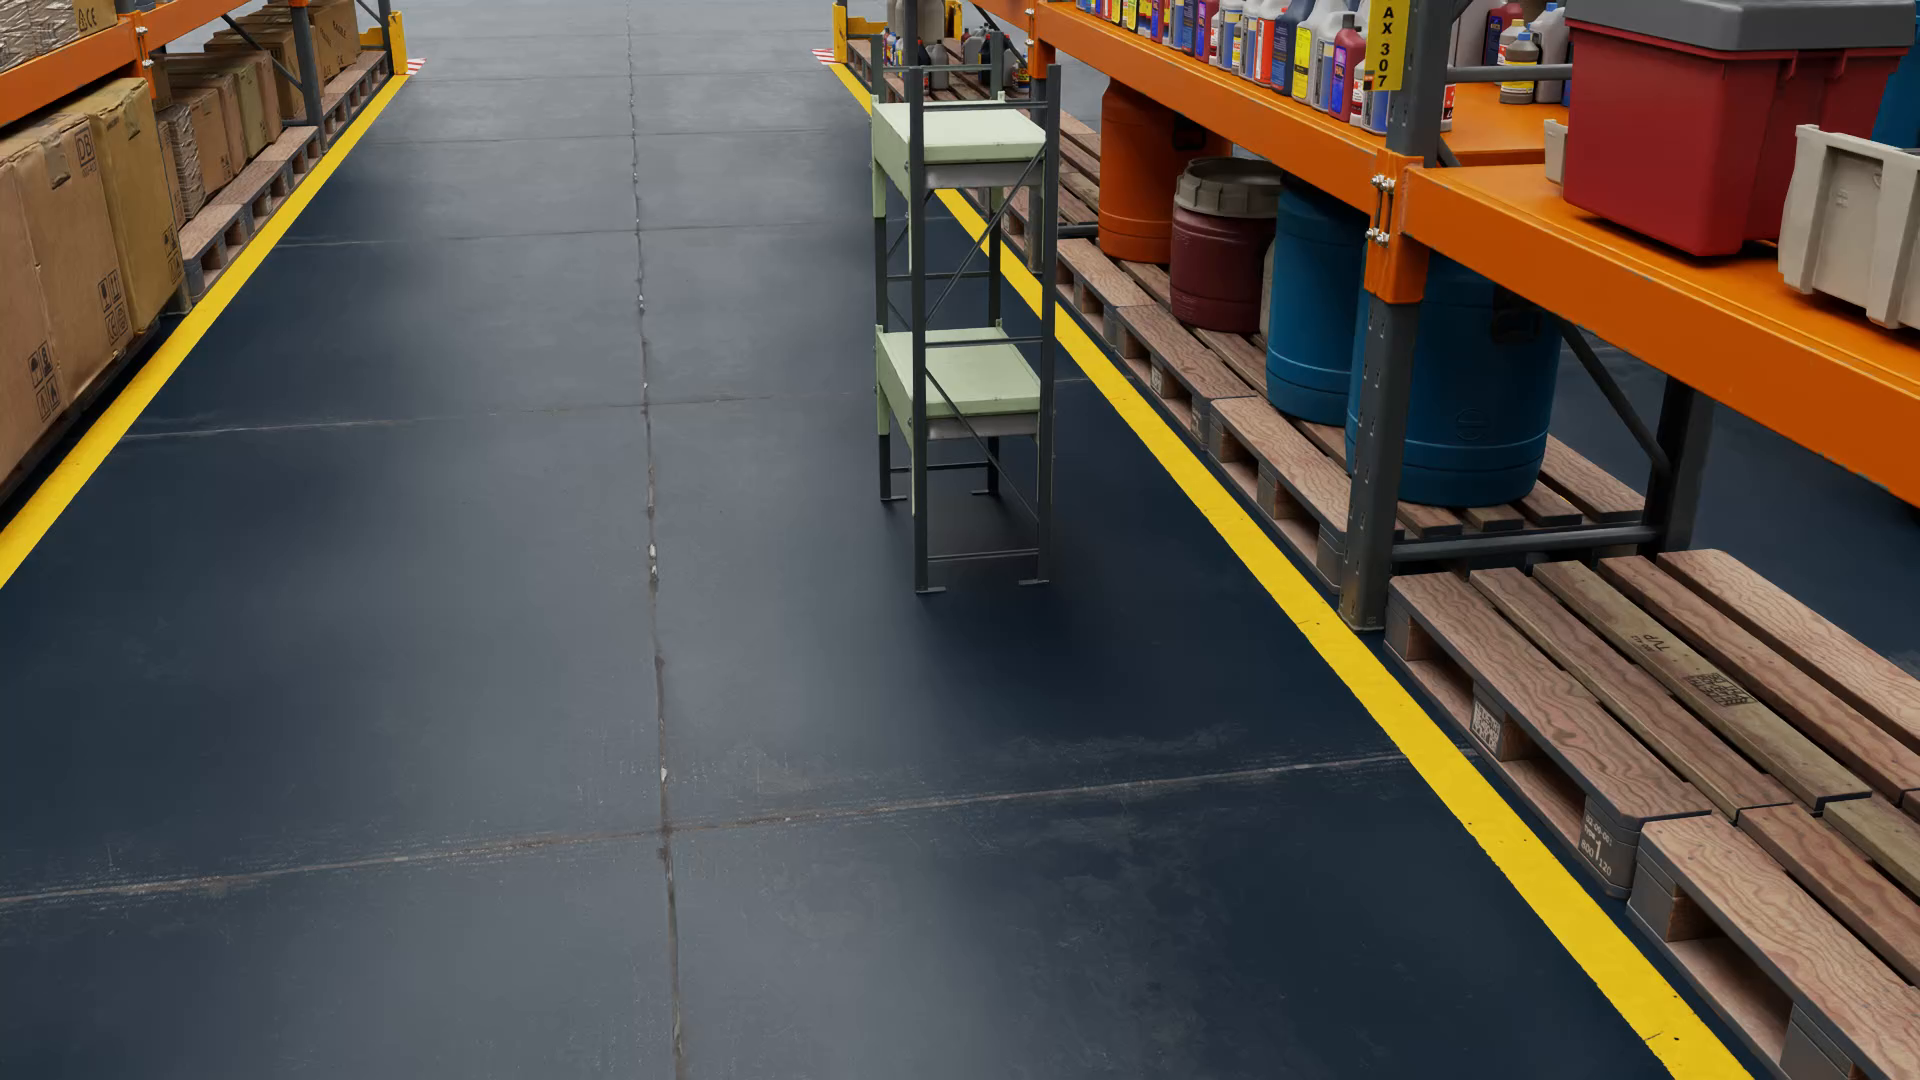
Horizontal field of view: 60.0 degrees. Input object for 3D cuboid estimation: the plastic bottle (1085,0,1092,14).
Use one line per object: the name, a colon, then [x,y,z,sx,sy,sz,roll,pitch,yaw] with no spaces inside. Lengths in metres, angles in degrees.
plastic bottle: [0.598,-2.444,7.259,0.097,0.271,0.097,0,24,0]

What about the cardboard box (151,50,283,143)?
cardboard box: [-4.673,-2.764,10.405,0.700,0.500,0.500,-6,24,-14]

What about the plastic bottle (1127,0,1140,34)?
plastic bottle: [0.712,-2.168,6.612,0.061,0.283,0.133,-4,24,-10]

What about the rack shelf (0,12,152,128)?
rack shelf: [-3.656,-1.262,5.290,1.077,0.370,4.000,-4,24,-10]

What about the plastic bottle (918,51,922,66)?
plastic bottle: [-0.311,-3.440,12.222,0.061,0.283,0.133,-3,24,-7]

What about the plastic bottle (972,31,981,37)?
plastic bottle: [0.178,-3.999,13.512,0.152,0.276,0.135,-5,24,-11]

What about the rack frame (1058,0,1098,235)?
rack frame: [0.838,-2.744,7.786,0.949,2.616,0.053,-4,24,-10]

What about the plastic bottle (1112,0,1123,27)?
plastic bottle: [0.669,-2.259,6.820,0.061,0.283,0.133,-4,24,-10]

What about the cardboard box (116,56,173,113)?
cardboard box: [-4.288,-2.247,8.284,0.500,0.250,0.500,-2,24,-4]

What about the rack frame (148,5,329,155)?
rack frame: [-4.766,-3.951,10.550,1.000,3.000,0.127,-4,24,-10]

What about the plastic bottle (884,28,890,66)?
plastic bottle: [-0.585,-4.022,13.554,0.061,0.283,0.133,-4,24,-9]

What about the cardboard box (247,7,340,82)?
cardboard box: [-5.165,-3.845,12.903,0.500,0.500,0.500,-2,24,-5]

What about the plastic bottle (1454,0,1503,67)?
plastic bottle: [1.699,-1.689,5.524,0.152,0.276,0.135,-4,24,-10]

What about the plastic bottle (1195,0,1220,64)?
plastic bottle: [0.874,-1.823,5.821,0.061,0.283,0.133,-4,24,-10]

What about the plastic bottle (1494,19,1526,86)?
plastic bottle: [1.772,-1.559,5.319,0.097,0.201,0.097,0,24,0]

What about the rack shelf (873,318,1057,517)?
rack shelf: [-0.001,-0.391,5.086,0.431,0.370,0.720,-4,24,-10]

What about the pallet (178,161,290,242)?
pallet: [-4.391,-1.887,9.306,1.003,0.211,1.213,-4,24,-10]

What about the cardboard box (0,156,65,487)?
cardboard box: [-3.591,-0.625,5.064,1.225,0.875,0.875,-5,24,-12]

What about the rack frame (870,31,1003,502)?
rack frame: [-0.069,-0.834,5.285,0.400,1.500,0.023,-4,24,-10]

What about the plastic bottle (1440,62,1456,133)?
plastic bottle: [1.310,-1.228,4.562,0.097,0.201,0.097,0,24,0]

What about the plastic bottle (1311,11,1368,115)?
plastic bottle: [1.123,-1.389,4.838,0.152,0.276,0.135,-4,24,-10]

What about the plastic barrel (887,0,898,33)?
plastic barrel: [-0.441,-4.690,14.825,0.421,0.512,0.421,0,24,0]

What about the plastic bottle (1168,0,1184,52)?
plastic bottle: [0.860,-1.948,6.118,0.152,0.276,0.135,-4,24,-10]

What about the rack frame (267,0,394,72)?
rack frame: [-5.506,-5.525,14.152,1.000,3.000,0.127,-4,24,-10]

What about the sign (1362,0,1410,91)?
sign: [1.040,-1.258,4.037,0.100,0.325,0.005,-4,24,-10]

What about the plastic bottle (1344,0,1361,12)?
plastic bottle: [1.197,-1.569,5.157,0.144,0.351,0.185,-4,24,-10]

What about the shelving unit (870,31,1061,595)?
shelving unit: [-0.001,-0.690,4.956,0.431,1.500,0.755,-4,24,-10]

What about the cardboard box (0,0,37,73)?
cardboard box: [-3.506,-1.848,5.608,0.500,0.500,0.500,-5,24,-11]

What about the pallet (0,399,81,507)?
pallet: [-3.732,-0.306,5.686,1.003,0.211,1.213,-4,24,-10]

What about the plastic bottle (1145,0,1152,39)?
plastic bottle: [0.769,-2.080,6.426,0.097,0.271,0.097,0,24,0]

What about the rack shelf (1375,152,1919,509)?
rack shelf: [1.951,-0.055,2.527,1.077,0.370,4.000,-4,24,-10]

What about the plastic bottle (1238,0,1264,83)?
plastic bottle: [1.005,-1.641,5.413,0.152,0.276,0.135,-4,24,-10]

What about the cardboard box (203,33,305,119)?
cardboard box: [-7.571,-4.042,11.931,5.628,1.640,3.313,-4,24,-10]

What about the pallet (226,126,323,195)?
pallet: [-4.620,-2.367,10.407,1.003,0.211,1.213,-4,24,-10]

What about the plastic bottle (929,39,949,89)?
plastic bottle: [-0.159,-3.548,12.387,0.144,0.351,0.185,-4,24,-10]

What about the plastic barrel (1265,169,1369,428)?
plastic barrel: [1.366,-0.896,5.651,0.600,0.901,0.708,-4,24,-10]

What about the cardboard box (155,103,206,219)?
cardboard box: [-4.285,-1.913,8.457,0.700,0.500,0.500,-6,24,-14]

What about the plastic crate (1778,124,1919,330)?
plastic crate: [1.682,-0.530,2.789,0.437,0.282,0.530,-4,24,-10]

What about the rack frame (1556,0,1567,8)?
rack frame: [4.970,-4.683,12.225,1.000,3.000,0.127,-4,24,-10]

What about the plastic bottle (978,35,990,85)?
plastic bottle: [0.219,-3.643,12.604,0.144,0.351,0.185,-4,24,-10]

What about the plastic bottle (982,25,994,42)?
plastic bottle: [0.247,-3.895,13.181,0.144,0.351,0.185,-4,24,-10]

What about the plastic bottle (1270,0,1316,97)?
plastic bottle: [1.055,-1.559,5.133,0.144,0.351,0.185,-4,24,-10]

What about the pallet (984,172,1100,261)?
pallet: [0.736,-1.774,9.049,1.003,0.211,1.213,-4,24,-10]

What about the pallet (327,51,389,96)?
pallet: [-5.376,-3.895,13.904,1.003,0.211,1.213,-4,24,-10]
